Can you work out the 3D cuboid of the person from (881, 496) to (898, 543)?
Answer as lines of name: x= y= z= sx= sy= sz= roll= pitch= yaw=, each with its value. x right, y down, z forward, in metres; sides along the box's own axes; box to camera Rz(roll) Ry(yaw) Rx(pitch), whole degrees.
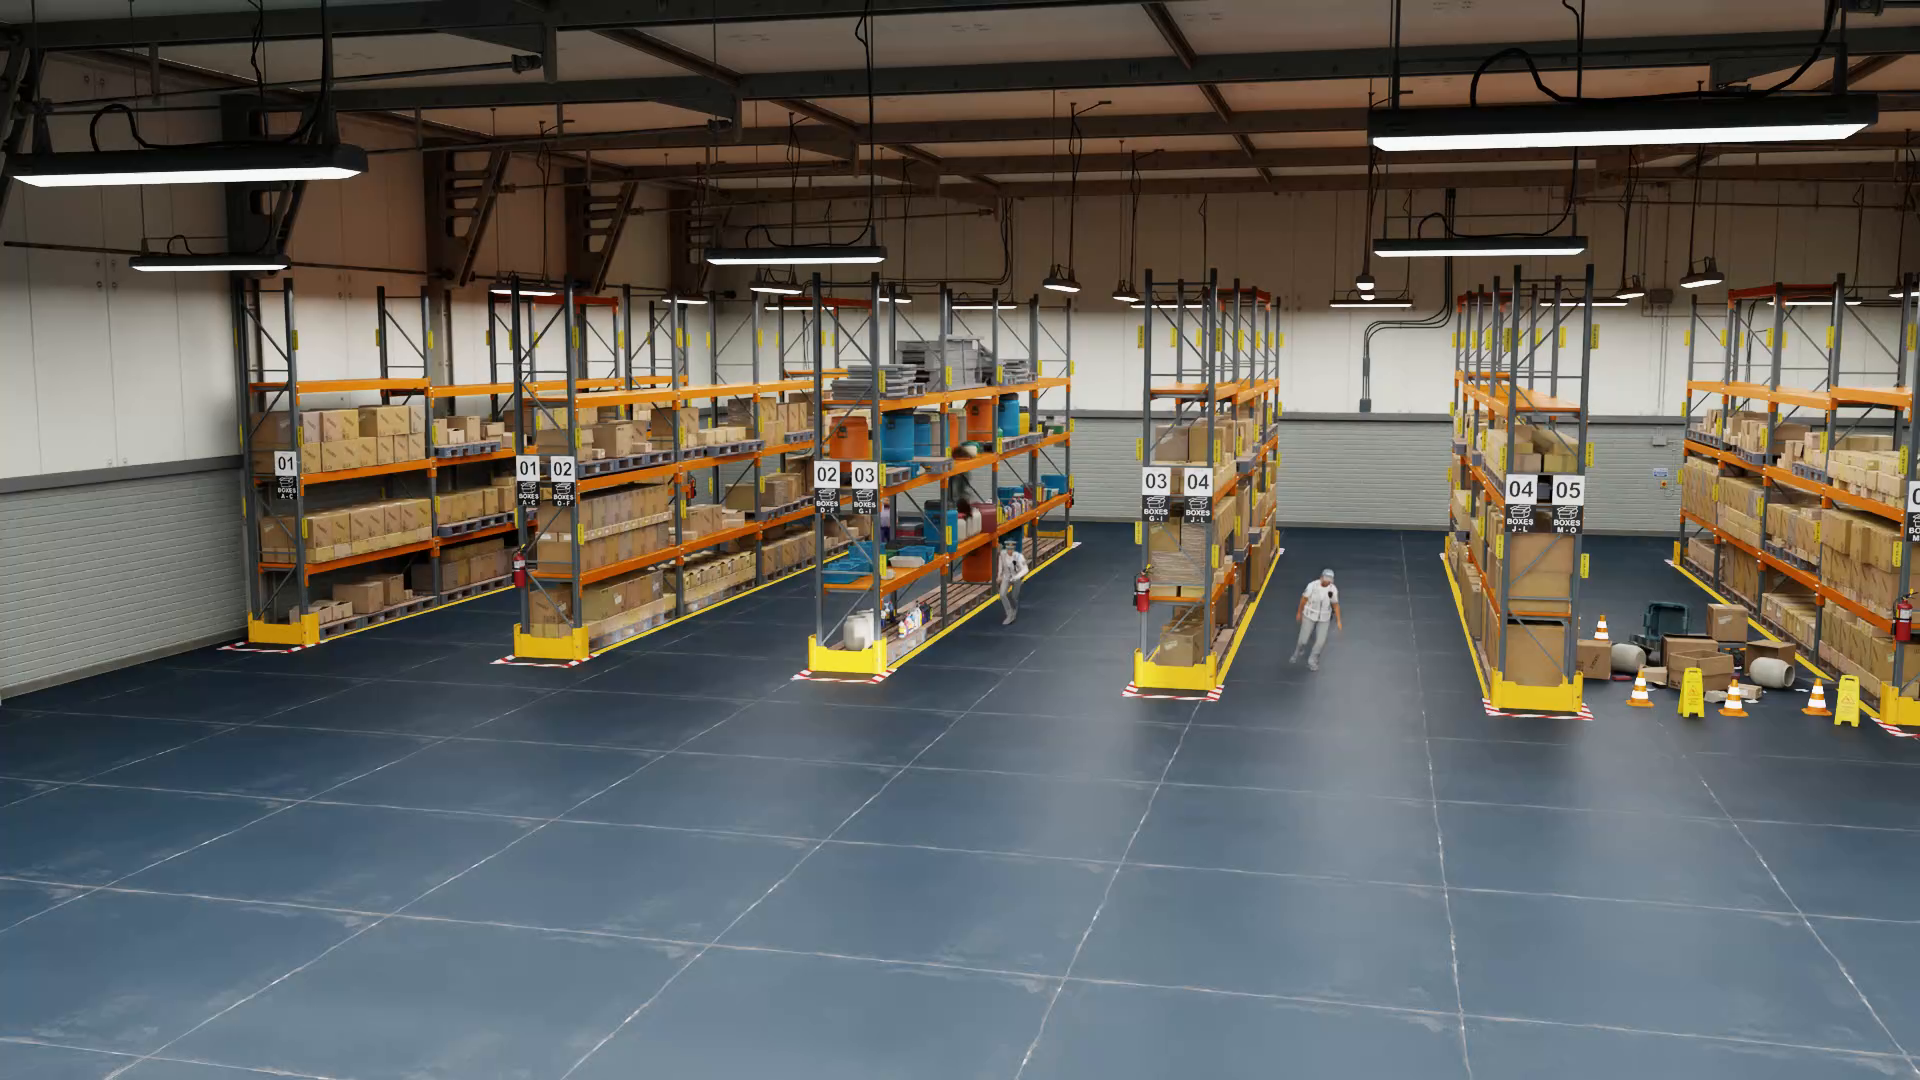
person: x=-1.610 y=-0.161 z=36.497 sx=0.518 sy=1.666 sz=0.786 roll=1 pitch=7 yaw=5

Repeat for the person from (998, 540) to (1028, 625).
person: x=0.958 y=0.704 z=29.520 sx=0.611 sy=1.486 sz=1.002 roll=2 pitch=7 yaw=14

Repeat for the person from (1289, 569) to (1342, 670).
person: x=5.399 y=1.199 z=25.200 sx=0.734 sy=1.581 sz=0.675 roll=0 pitch=7 yaw=4
